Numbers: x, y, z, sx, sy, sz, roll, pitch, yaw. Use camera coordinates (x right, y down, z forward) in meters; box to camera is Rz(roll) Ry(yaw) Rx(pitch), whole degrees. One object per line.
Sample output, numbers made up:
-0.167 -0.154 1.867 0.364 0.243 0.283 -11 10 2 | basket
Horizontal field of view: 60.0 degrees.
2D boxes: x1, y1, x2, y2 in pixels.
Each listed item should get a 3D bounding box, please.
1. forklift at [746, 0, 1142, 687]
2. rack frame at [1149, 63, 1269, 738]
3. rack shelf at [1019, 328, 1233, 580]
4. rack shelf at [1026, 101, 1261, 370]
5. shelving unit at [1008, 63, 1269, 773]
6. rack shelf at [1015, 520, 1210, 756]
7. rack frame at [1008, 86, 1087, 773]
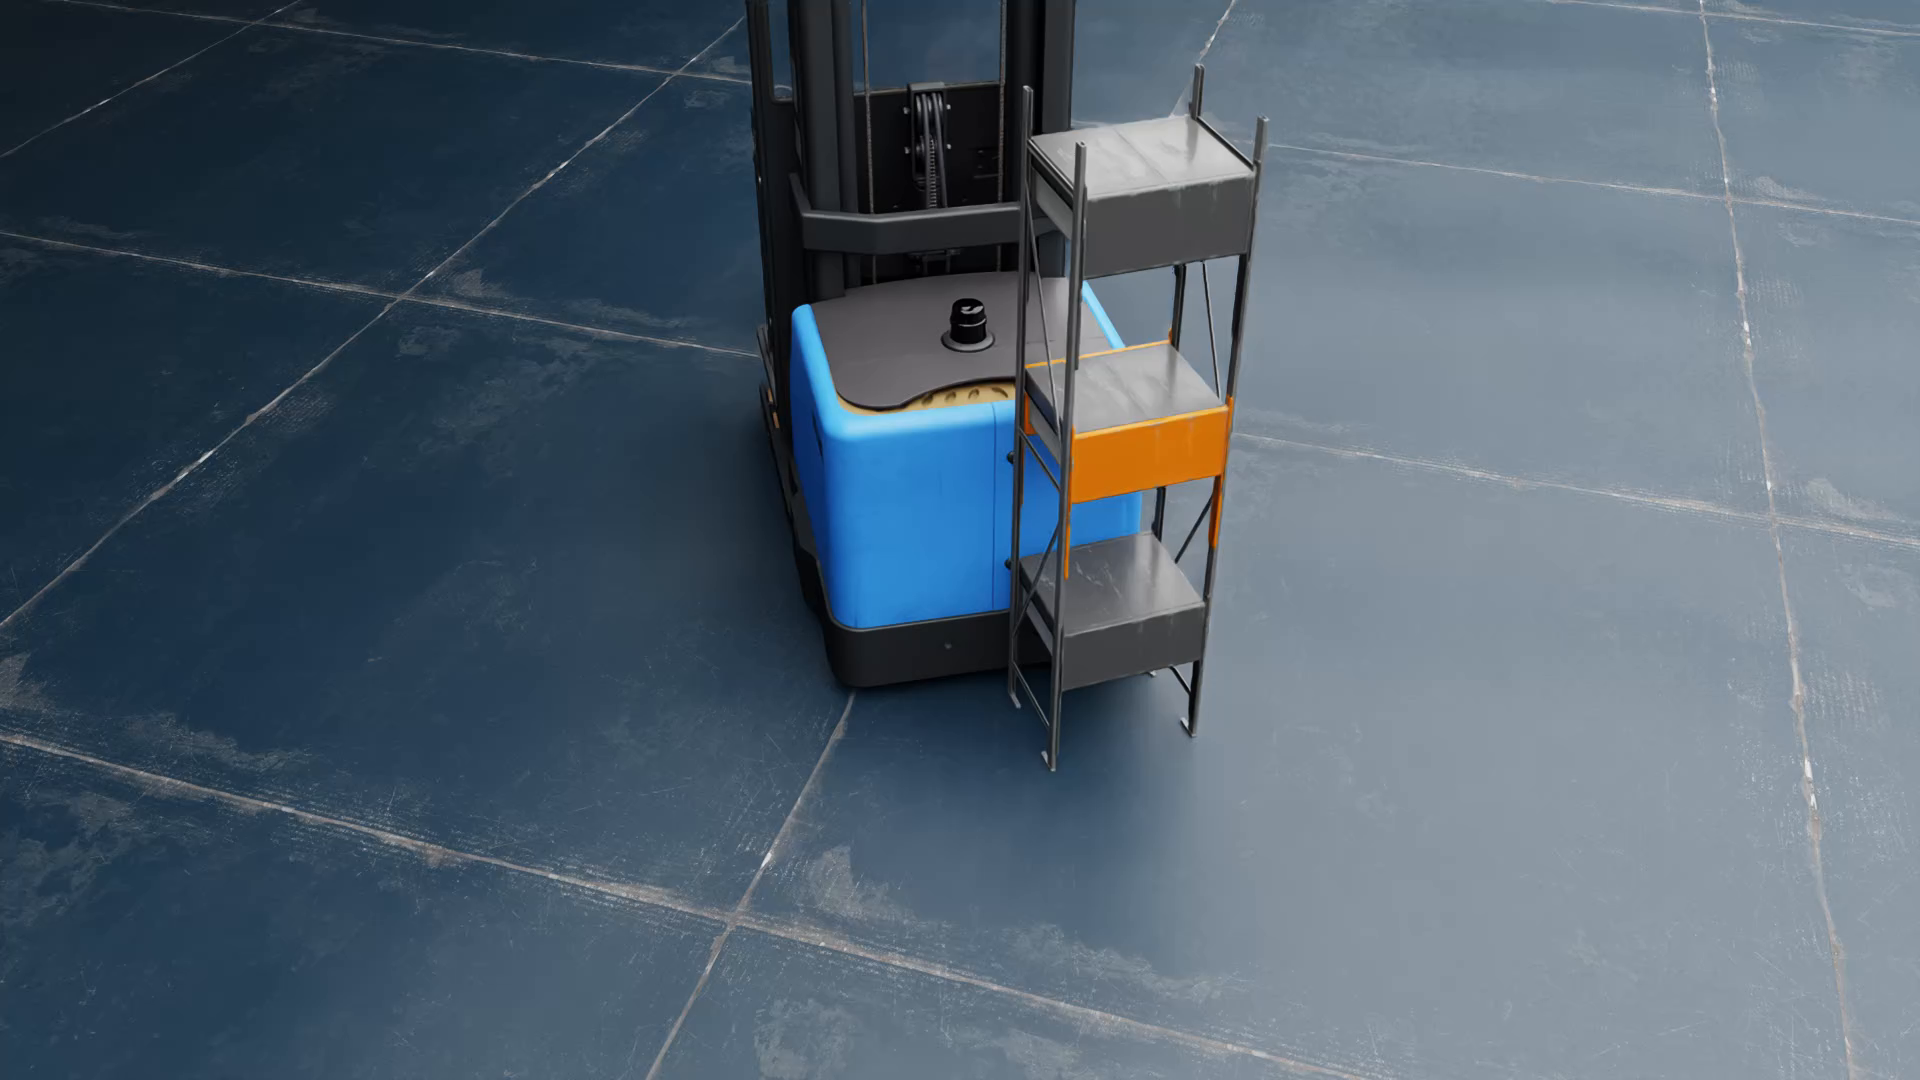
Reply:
-0.210 -1.569 5.909 1.130 2.935 3.031 -7 37 -10 | forklift
0.694 -0.313 4.899 0.015 2.100 0.400 -11 38 -15 | rack frame
0.463 -0.255 4.844 0.480 0.518 0.431 -11 38 -15 | rack shelf
0.464 -0.815 4.424 0.480 0.518 0.431 -11 38 -15 | rack shelf
0.463 -0.266 4.836 0.503 2.100 0.431 -11 38 -15 | shelving unit
0.462 0.305 5.264 0.480 0.518 0.431 -11 38 -15 | rack shelf
0.232 -0.219 4.773 0.015 2.100 0.400 -11 38 -15 | rack frame
